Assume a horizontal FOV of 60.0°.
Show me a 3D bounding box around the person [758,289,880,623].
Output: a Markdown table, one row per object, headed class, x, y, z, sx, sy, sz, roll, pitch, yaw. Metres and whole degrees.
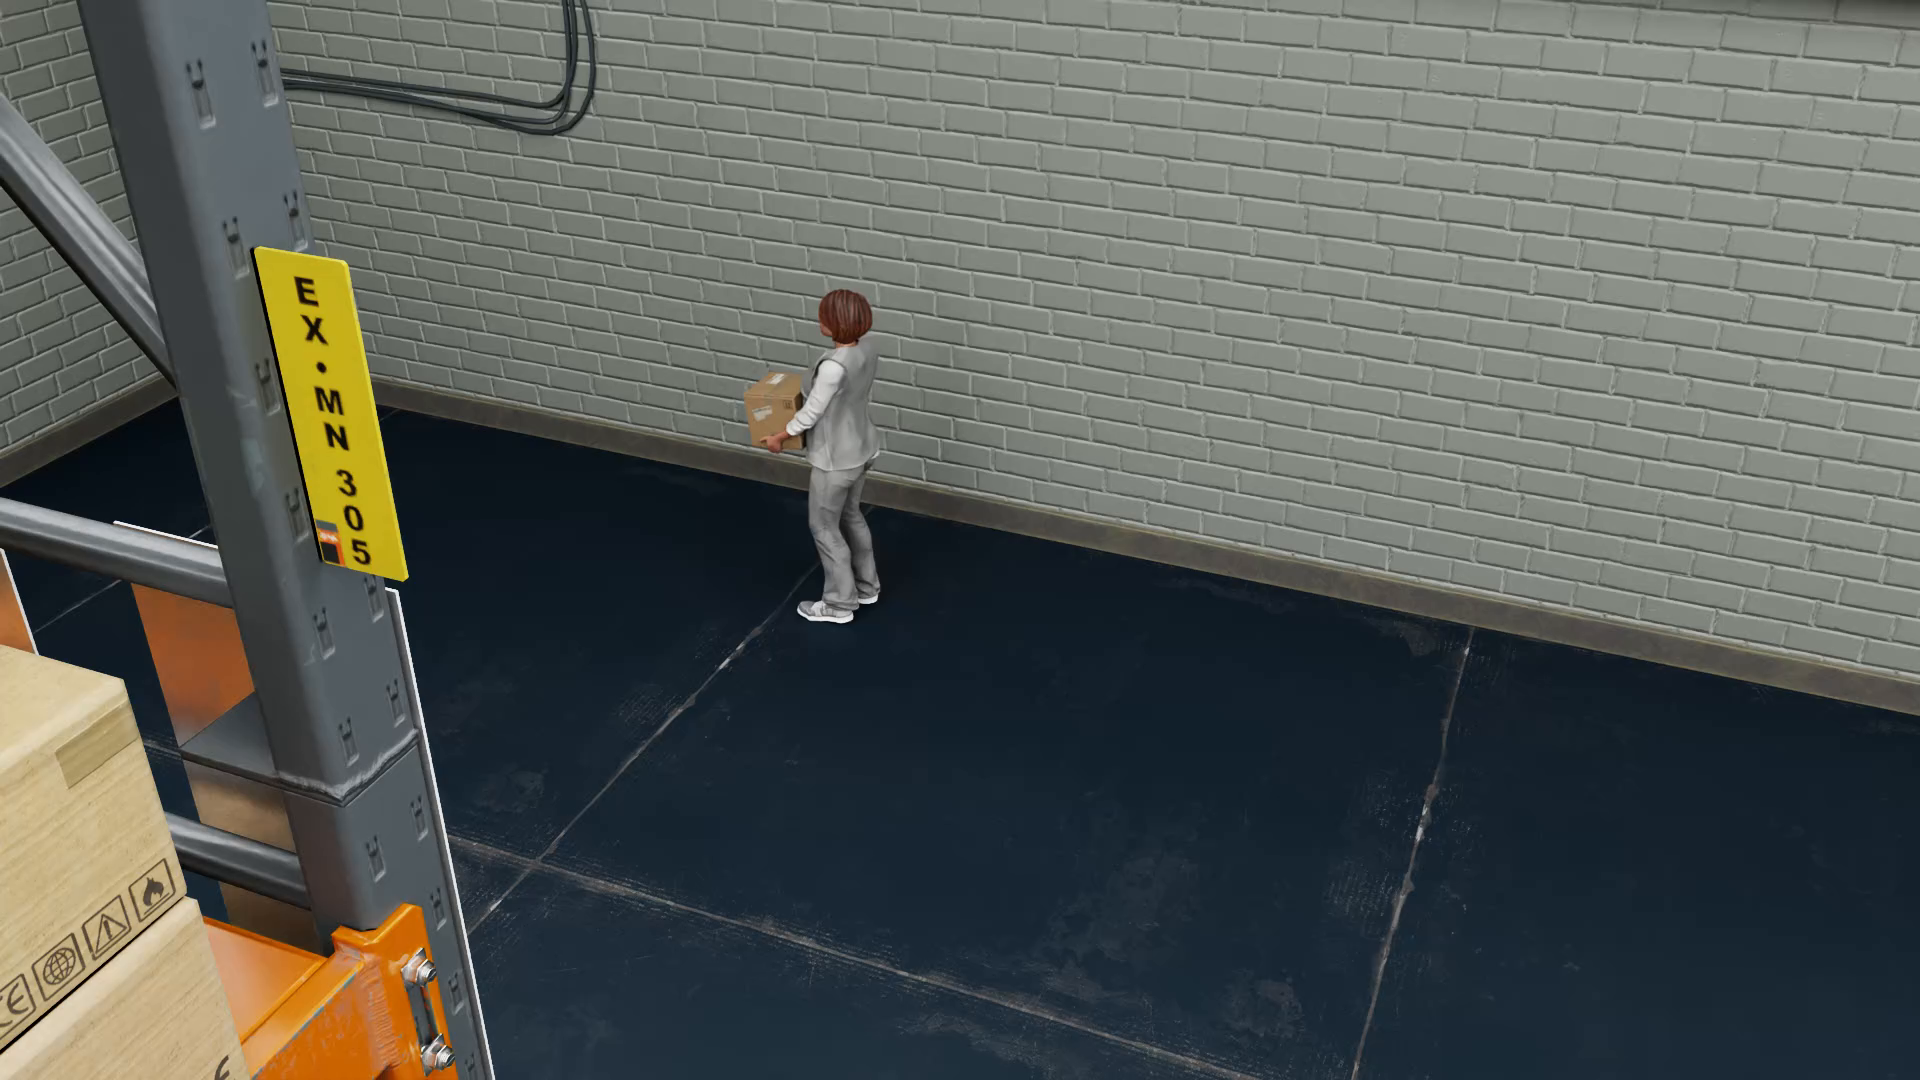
| class | x | y | z | sx | sy | sz | roll | pitch | yaw |
| --- | --- | --- | --- | --- | --- | --- | --- | --- | --- |
| person | -0.598 | -0.376 | 7.295 | 0.498 | 1.589 | 0.405 | 12 | 32 | 20 |
